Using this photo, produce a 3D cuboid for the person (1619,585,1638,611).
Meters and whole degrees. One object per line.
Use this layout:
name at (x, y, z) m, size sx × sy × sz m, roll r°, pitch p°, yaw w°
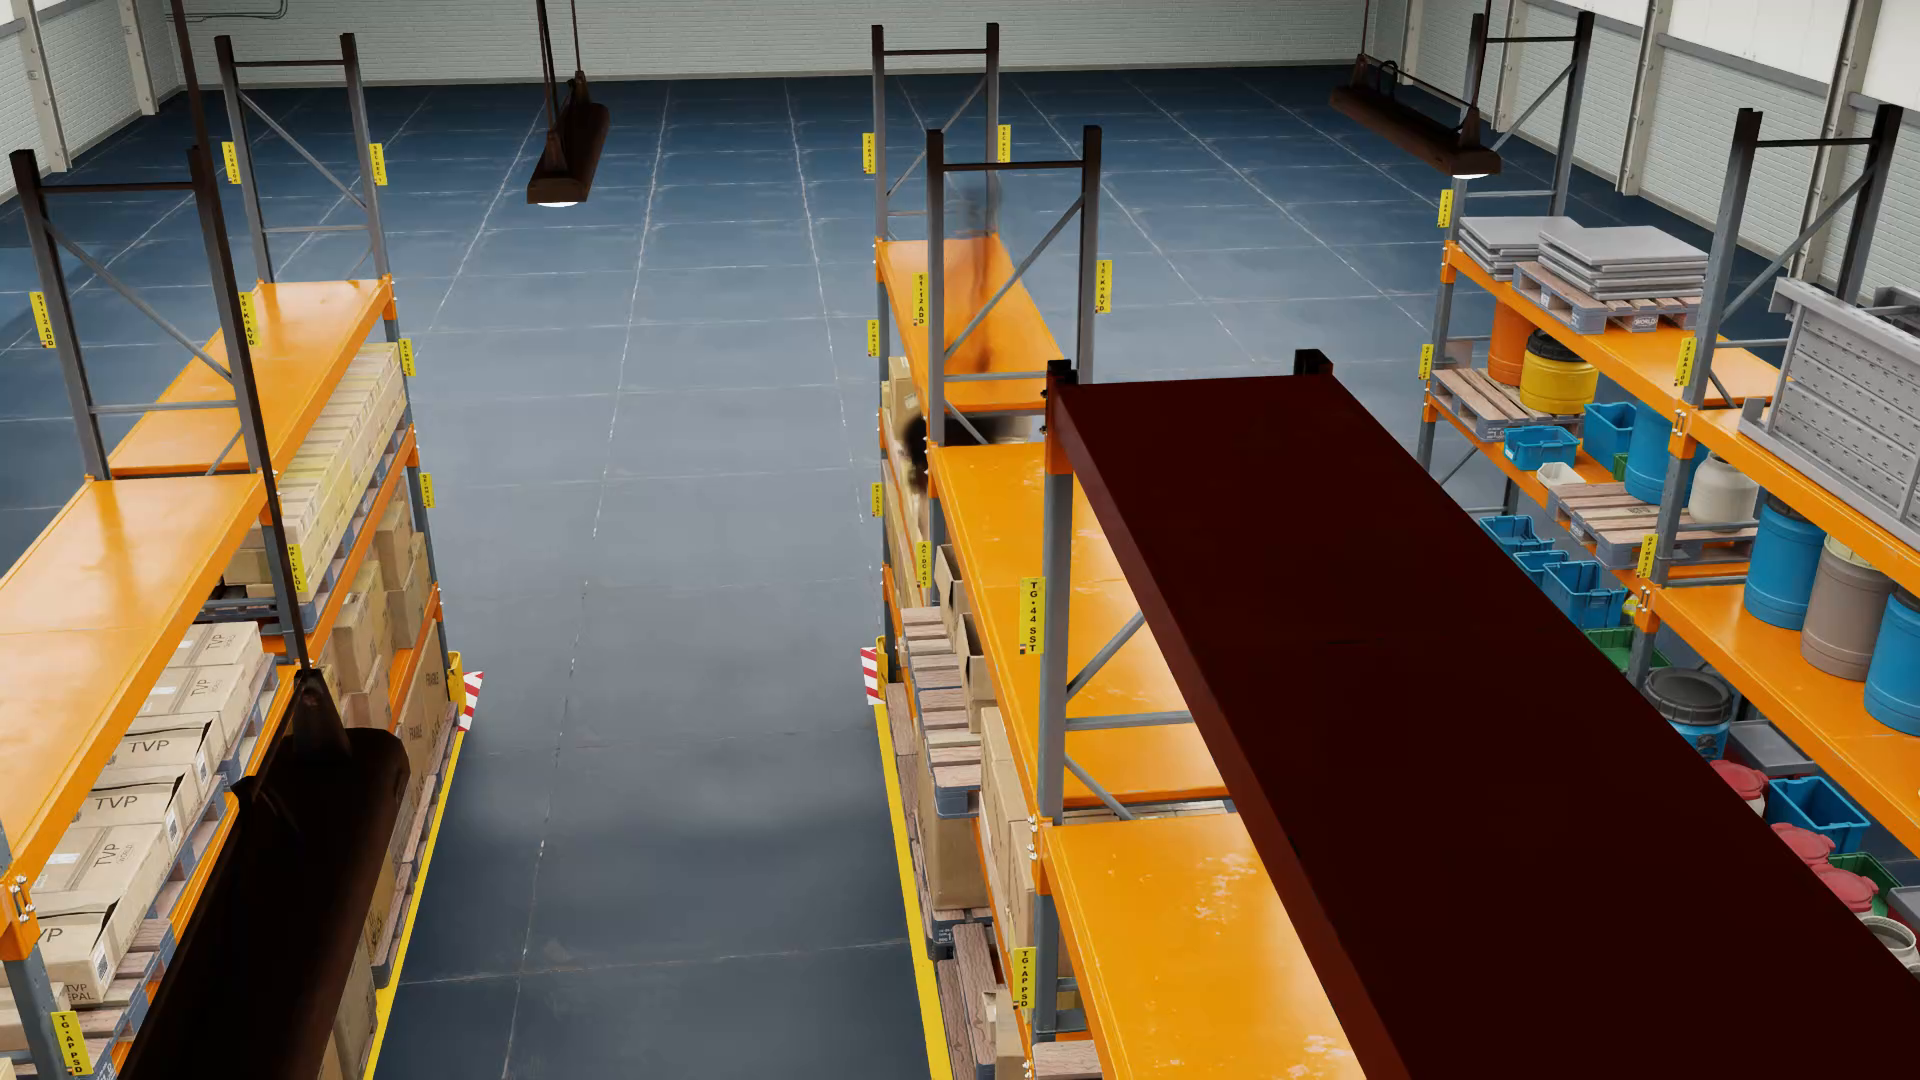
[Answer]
person at (6.159, 0.228, 14.987) m, size 0.700 × 0.852 × 0.620 m, roll -5°, pitch 26°, yaw -11°
